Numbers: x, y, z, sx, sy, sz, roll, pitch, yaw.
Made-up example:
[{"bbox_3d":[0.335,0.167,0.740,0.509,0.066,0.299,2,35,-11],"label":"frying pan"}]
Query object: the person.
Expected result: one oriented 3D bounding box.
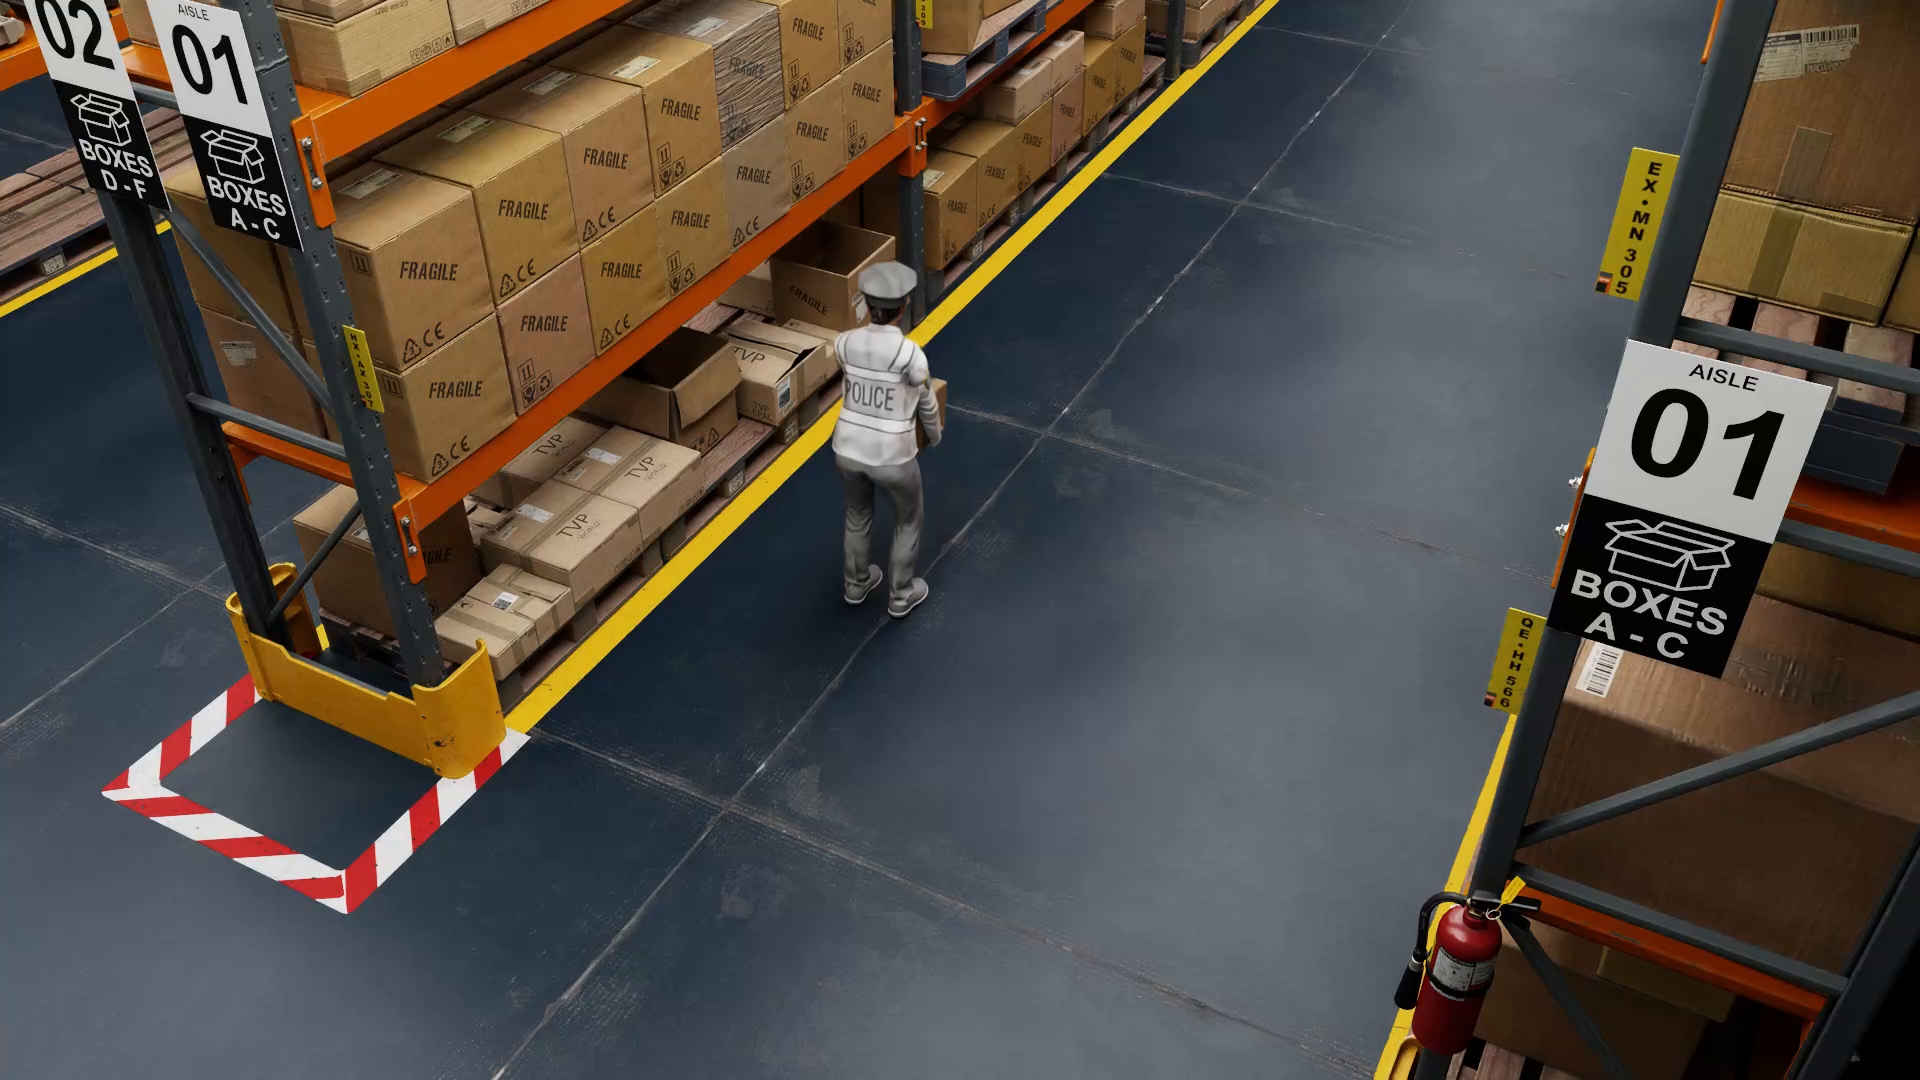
[{"bbox_3d":[-0.329,-0.422,7.319,0.414,1.631,0.562,16,41,19],"label":"person"}]
